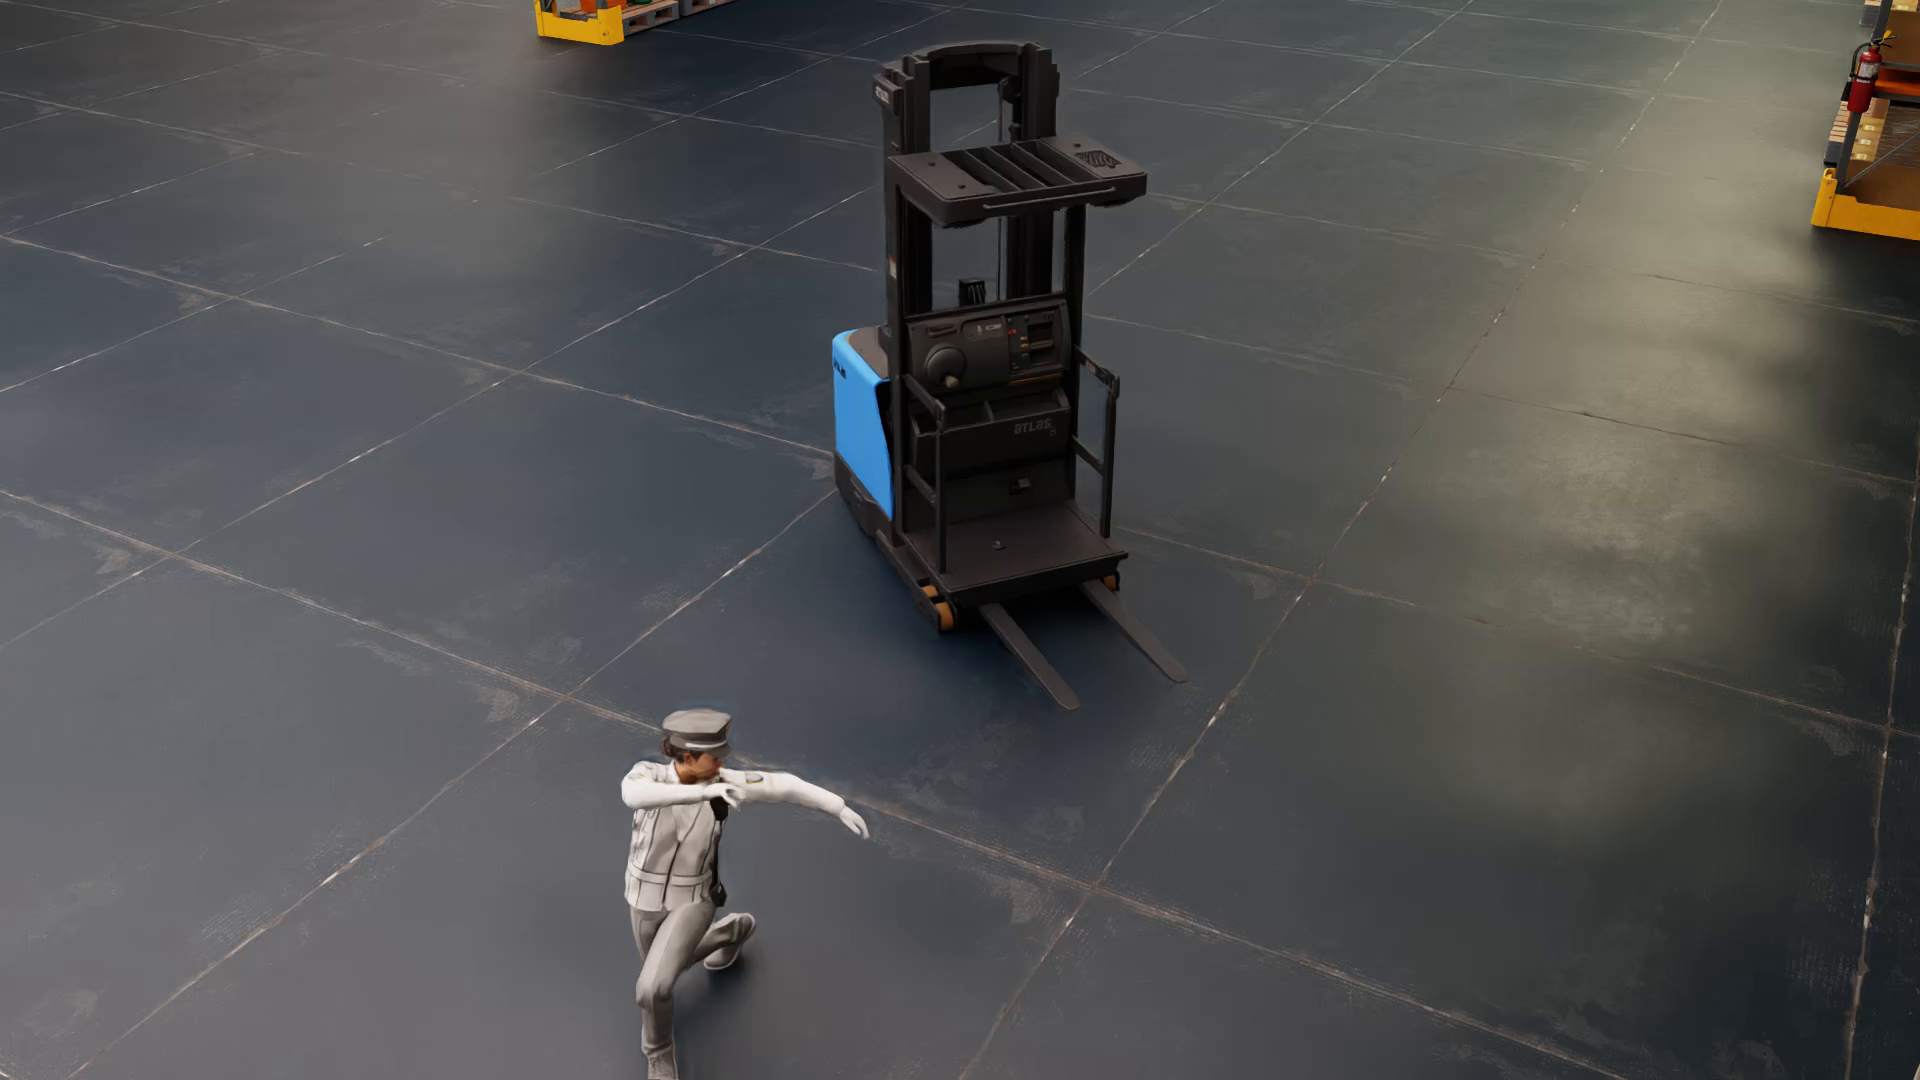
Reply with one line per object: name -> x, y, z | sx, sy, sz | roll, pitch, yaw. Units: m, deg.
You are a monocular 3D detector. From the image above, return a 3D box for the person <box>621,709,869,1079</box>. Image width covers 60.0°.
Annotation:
person -> -0.845, 1.340, 6.311 | 0.889, 1.389, 0.933 | 4, 30, 8

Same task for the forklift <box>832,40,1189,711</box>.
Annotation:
forklift -> 0.251, -1.005, 8.813 | 1.130, 2.935, 3.031 | -12, 32, -20
